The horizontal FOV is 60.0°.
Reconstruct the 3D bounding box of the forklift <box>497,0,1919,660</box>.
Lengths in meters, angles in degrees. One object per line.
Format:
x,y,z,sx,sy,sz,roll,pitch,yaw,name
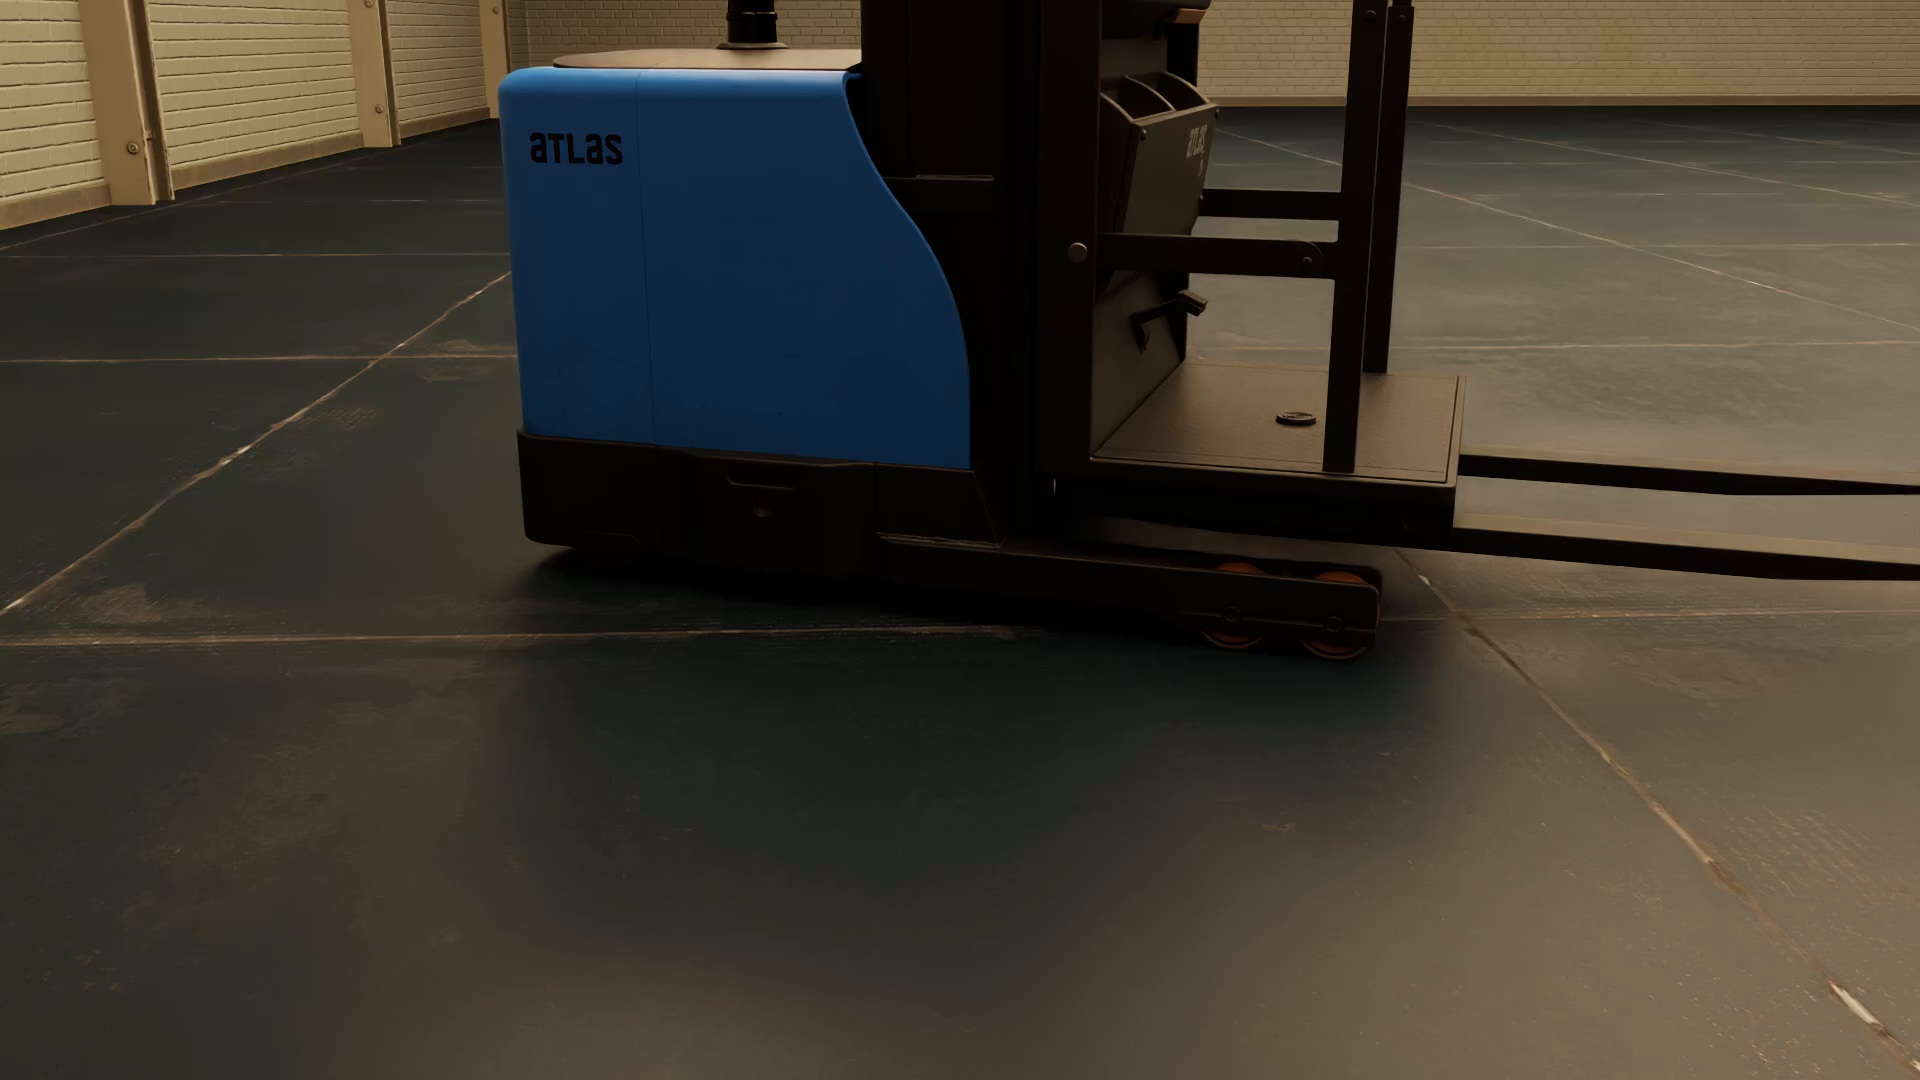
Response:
0.601,-1.347,3.311,3.031,2.935,1.130,5,18,16,forklift
